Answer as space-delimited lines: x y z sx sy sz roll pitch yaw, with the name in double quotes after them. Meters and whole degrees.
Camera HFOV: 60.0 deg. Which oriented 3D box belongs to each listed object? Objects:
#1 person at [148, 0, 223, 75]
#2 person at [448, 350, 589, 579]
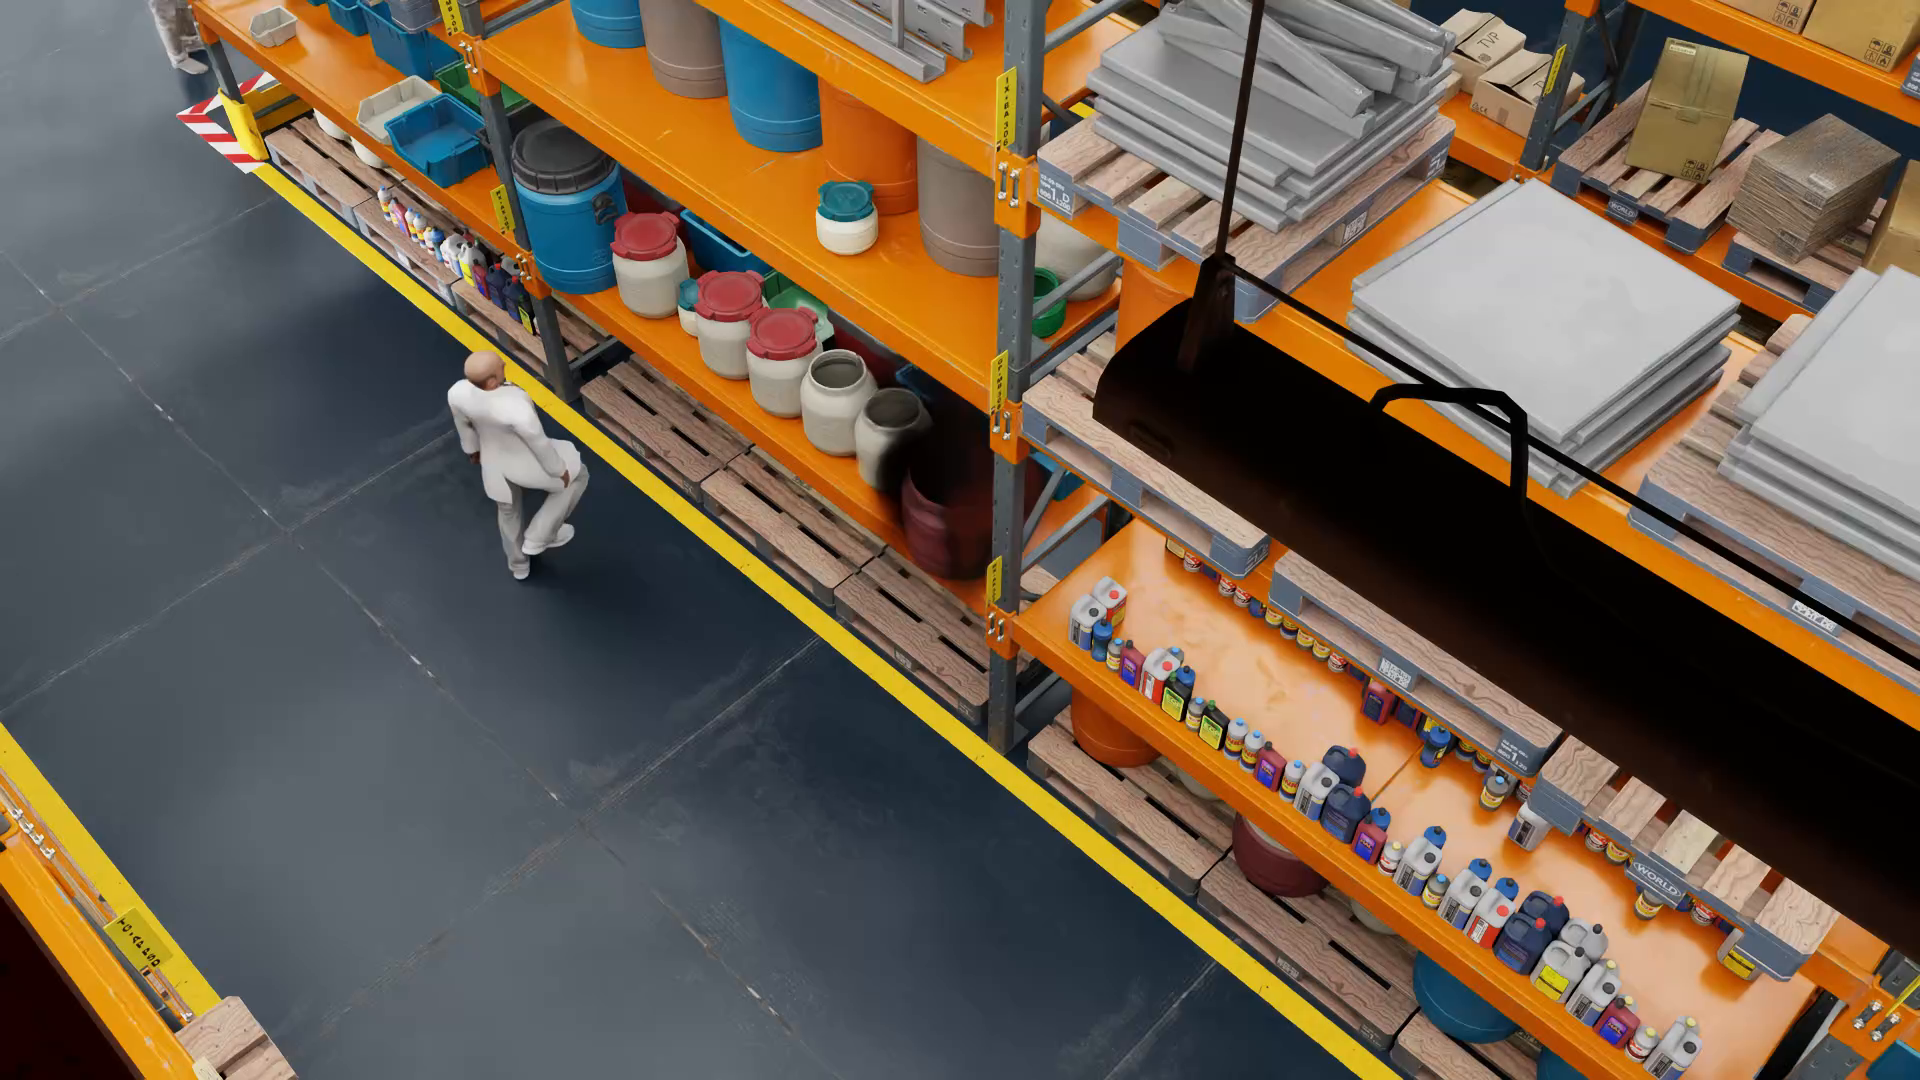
-6.278 -4.527 13.037 0.390 1.806 0.549 22 54 18 "person"
-2.561 -0.488 9.624 0.676 1.772 0.526 16 52 13 "person"
